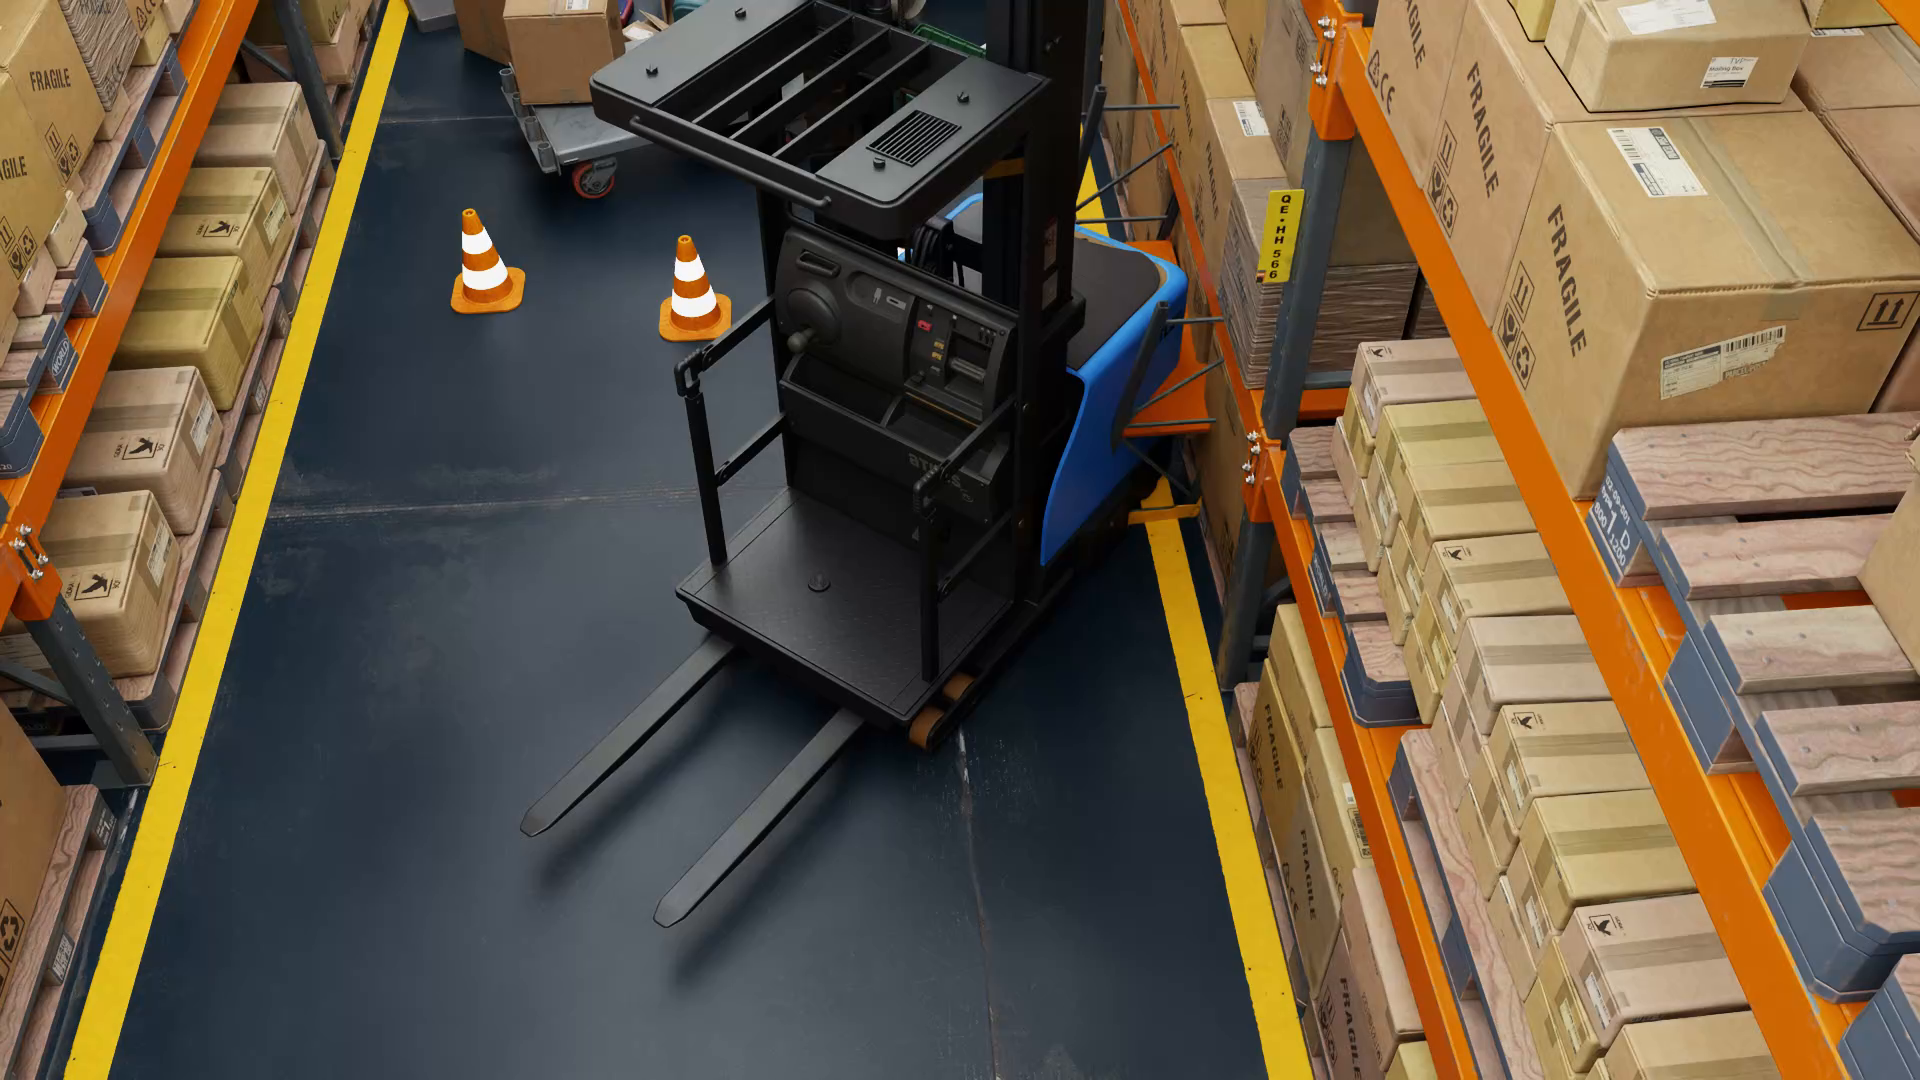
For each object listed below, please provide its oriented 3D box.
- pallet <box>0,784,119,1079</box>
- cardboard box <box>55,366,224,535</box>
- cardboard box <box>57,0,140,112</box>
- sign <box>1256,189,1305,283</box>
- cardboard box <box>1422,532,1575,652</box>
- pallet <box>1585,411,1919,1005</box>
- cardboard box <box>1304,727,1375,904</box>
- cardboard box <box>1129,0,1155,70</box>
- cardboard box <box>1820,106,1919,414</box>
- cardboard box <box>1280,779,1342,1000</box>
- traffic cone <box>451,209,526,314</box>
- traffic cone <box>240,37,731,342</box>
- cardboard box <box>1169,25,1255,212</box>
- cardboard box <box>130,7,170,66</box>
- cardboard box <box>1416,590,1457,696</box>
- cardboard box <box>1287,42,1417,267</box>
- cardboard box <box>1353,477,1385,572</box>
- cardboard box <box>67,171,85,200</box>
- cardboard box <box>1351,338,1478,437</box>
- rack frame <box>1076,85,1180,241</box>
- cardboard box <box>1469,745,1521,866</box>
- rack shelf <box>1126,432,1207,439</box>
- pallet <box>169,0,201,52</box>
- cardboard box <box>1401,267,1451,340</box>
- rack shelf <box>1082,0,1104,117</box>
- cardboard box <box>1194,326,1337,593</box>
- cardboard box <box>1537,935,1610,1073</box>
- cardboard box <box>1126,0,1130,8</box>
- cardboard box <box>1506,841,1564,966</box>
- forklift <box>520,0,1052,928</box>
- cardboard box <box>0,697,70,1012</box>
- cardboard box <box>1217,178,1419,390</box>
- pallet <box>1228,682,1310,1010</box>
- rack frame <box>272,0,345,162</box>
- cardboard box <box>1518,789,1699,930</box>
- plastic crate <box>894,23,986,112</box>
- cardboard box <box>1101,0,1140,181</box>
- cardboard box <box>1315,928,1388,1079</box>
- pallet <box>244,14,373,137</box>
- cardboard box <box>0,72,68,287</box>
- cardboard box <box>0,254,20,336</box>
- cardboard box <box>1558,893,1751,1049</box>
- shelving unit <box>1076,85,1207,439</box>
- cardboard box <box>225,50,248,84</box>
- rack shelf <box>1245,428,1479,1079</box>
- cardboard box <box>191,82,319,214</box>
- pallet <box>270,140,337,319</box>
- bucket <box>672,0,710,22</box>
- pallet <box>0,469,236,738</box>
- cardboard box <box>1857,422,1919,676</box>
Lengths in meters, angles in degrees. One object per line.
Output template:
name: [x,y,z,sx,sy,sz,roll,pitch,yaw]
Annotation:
pallet: [-3.446,1.385,5.429,1.003,0.211,1.213,-3,47,-3]
cardboard box: [-3.544,-0.332,6.656,0.950,0.372,0.625,-4,47,-4]
cardboard box: [-3.380,-1.892,6.049,0.500,0.500,0.500,-5,47,-5]
sign: [0.934,-0.885,4.861,0.100,0.325,0.005,-3,47,-3]
cardboard box: [1.396,0.125,4.177,0.380,0.149,0.250,-5,47,-5]
pallet: [1.787,0.201,2.693,1.213,0.211,1.003,-3,47,-3]
cardboard box: [1.346,0.815,4.964,0.500,0.250,0.500,-4,47,-4]
cardboard box: [1.010,-2.327,6.956,0.500,0.500,0.500,-4,47,-4]
cardboard box: [1.881,-0.468,3.129,0.500,0.500,0.500,-3,47,-3]
cardboard box: [1.338,1.083,5.227,0.500,0.500,0.500,-3,47,-3]
traffic cone: [-2.273,-1.358,7.854,0.336,0.463,0.334,-3,47,-3]
traffic cone: [-2.661,-2.436,7.260,3.046,2.808,1.723,-3,47,-3]
cardboard box: [1.100,-1.589,6.257,0.500,0.500,0.500,-4,47,-4]
cardboard box: [-3.383,-2.006,6.604,0.380,0.149,0.250,-4,47,-3]
cardboard box: [1.399,0.251,4.262,0.380,0.149,0.250,-3,47,-3]
cardboard box: [1.459,-1.226,5.224,0.700,0.500,0.500,-4,47,-4]
cardboard box: [1.346,-0.050,4.752,0.380,0.149,0.250,-1,47,-1]
cardboard box: [-3.347,-1.230,5.870,0.380,0.149,0.250,-1,47,-1]
cardboard box: [1.333,-0.436,4.707,0.380,0.149,0.250,-3,47,-3]
rack frame: [0.650,-1.321,6.876,0.500,1.500,0.032,-5,60,-12]
cardboard box: [1.437,0.611,3.921,0.380,0.149,0.250,-4,47,-4]
rack shelf: [0.717,-0.811,6.754,0.416,0.036,0.922,-5,60,-12]
pallet: [-3.853,-2.415,7.240,1.003,0.211,1.213,-3,47,-3]
cardboard box: [1.719,-0.898,5.602,0.500,0.500,0.500,-3,47,-3]
rack shelf: [8.748,-2.408,7.101,15.905,3.000,4.168,-3,47,-3]
cardboard box: [1.526,-0.339,6.402,1.050,0.750,0.750,-4,47,-4]
cardboard box: [1.478,0.982,3.570,0.380,0.149,0.250,-3,47,-3]
cardboard box: [0.971,-2.689,7.298,0.500,0.500,0.500,-3,47,-3]
cardboard box: [1.463,0.806,3.736,0.380,0.149,0.250,-2,47,-2]
forklift: [-0.535,-1.036,5.849,2.033,2.935,3.733,27,52,23]
cardboard box: [-3.462,0.942,5.102,0.875,0.875,0.875,-4,47,-4]
cardboard box: [1.182,-0.867,5.572,0.500,0.500,0.500,-3,47,-3]
pallet: [1.551,1.002,5.792,1.003,0.211,1.213,-3,47,-3]
rack frame: [-3.772,-3.043,7.702,1.000,3.000,0.127,-3,47,-3]
cardboard box: [1.462,0.693,3.639,0.380,0.149,0.250,-4,47,-4]
plastic crate: [-0.168,-2.516,9.100,0.450,0.188,0.662,25,51,9]
cardboard box: [1.294,-2.344,8.301,1.050,0.750,0.750,-4,47,-3]
cardboard box: [1.385,1.454,4.875,0.500,0.500,0.500,-5,47,-4]
pallet: [-3.863,-2.568,9.173,1.003,0.211,1.213,-3,47,-3]
cardboard box: [-3.295,-1.146,5.343,0.500,0.500,0.500,-1,47,-1]
cardboard box: [-3.244,-0.769,4.986,0.500,0.500,0.500,-5,47,-4]
cardboard box: [1.486,0.887,3.454,0.380,0.149,0.250,-5,47,-5]
shelving unit: [0.731,-0.911,6.646,0.500,1.500,0.985,-5,60,-12]
cardboard box: [-4.089,-2.653,8.938,0.500,0.250,0.500,-2,47,-1]
rack shelf: [1.655,1.172,4.206,1.077,0.370,4.000,-3,47,-3]
cardboard box: [-3.726,-1.904,8.145,0.950,0.372,0.625,-3,47,-3]
pallet: [-3.705,-1.521,8.181,1.003,0.211,1.213,-3,47,-3]
bucket: [-1.157,-2.772,8.653,0.726,0.611,0.620,11,58,10]
pallet: [-3.501,0.245,6.509,1.003,0.211,1.213,-3,47,-3]
cardboard box: [1.824,0.035,2.362,0.797,0.503,0.637,-4,47,-4]
